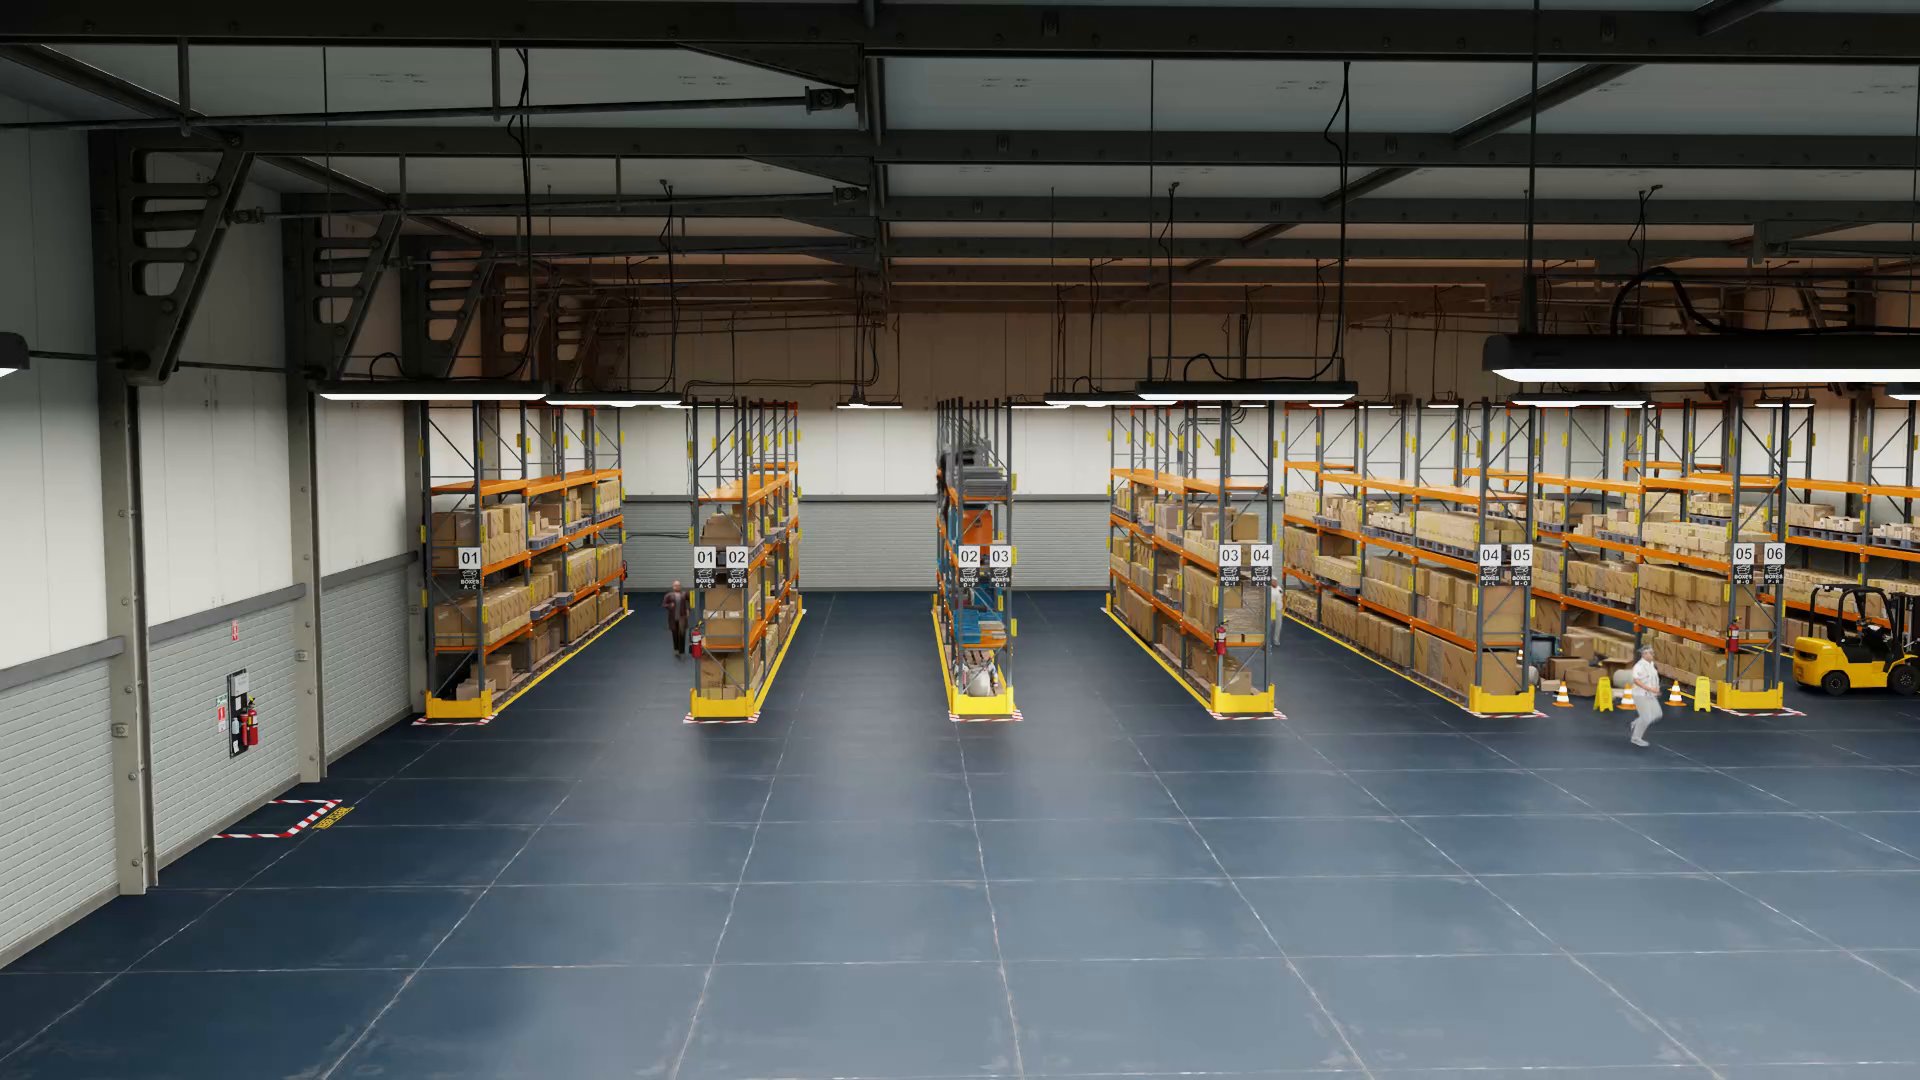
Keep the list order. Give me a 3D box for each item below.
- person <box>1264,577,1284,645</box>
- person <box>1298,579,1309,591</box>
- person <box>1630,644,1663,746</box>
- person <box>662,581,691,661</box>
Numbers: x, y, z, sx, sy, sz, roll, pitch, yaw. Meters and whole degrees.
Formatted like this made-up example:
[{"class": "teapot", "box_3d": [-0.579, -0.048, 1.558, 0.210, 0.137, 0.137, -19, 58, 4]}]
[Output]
[{"class": "person", "box_3d": [7.764, 1.742, 41.166, 0.615, 1.664, 0.823, -1, 4, -7]}, {"class": "person", "box_3d": [10.214, 1.088, 49.065, 0.591, 1.694, 0.773, 2, 5, 26]}, {"class": "person", "box_3d": [11.792, 2.649, 28.546, 0.698, 1.740, 0.611, -4, 6, -44]}, {"class": "person", "box_3d": [-6.539, 1.864, 38.515, 0.690, 1.842, 0.822, -1, 4, -7]}]
